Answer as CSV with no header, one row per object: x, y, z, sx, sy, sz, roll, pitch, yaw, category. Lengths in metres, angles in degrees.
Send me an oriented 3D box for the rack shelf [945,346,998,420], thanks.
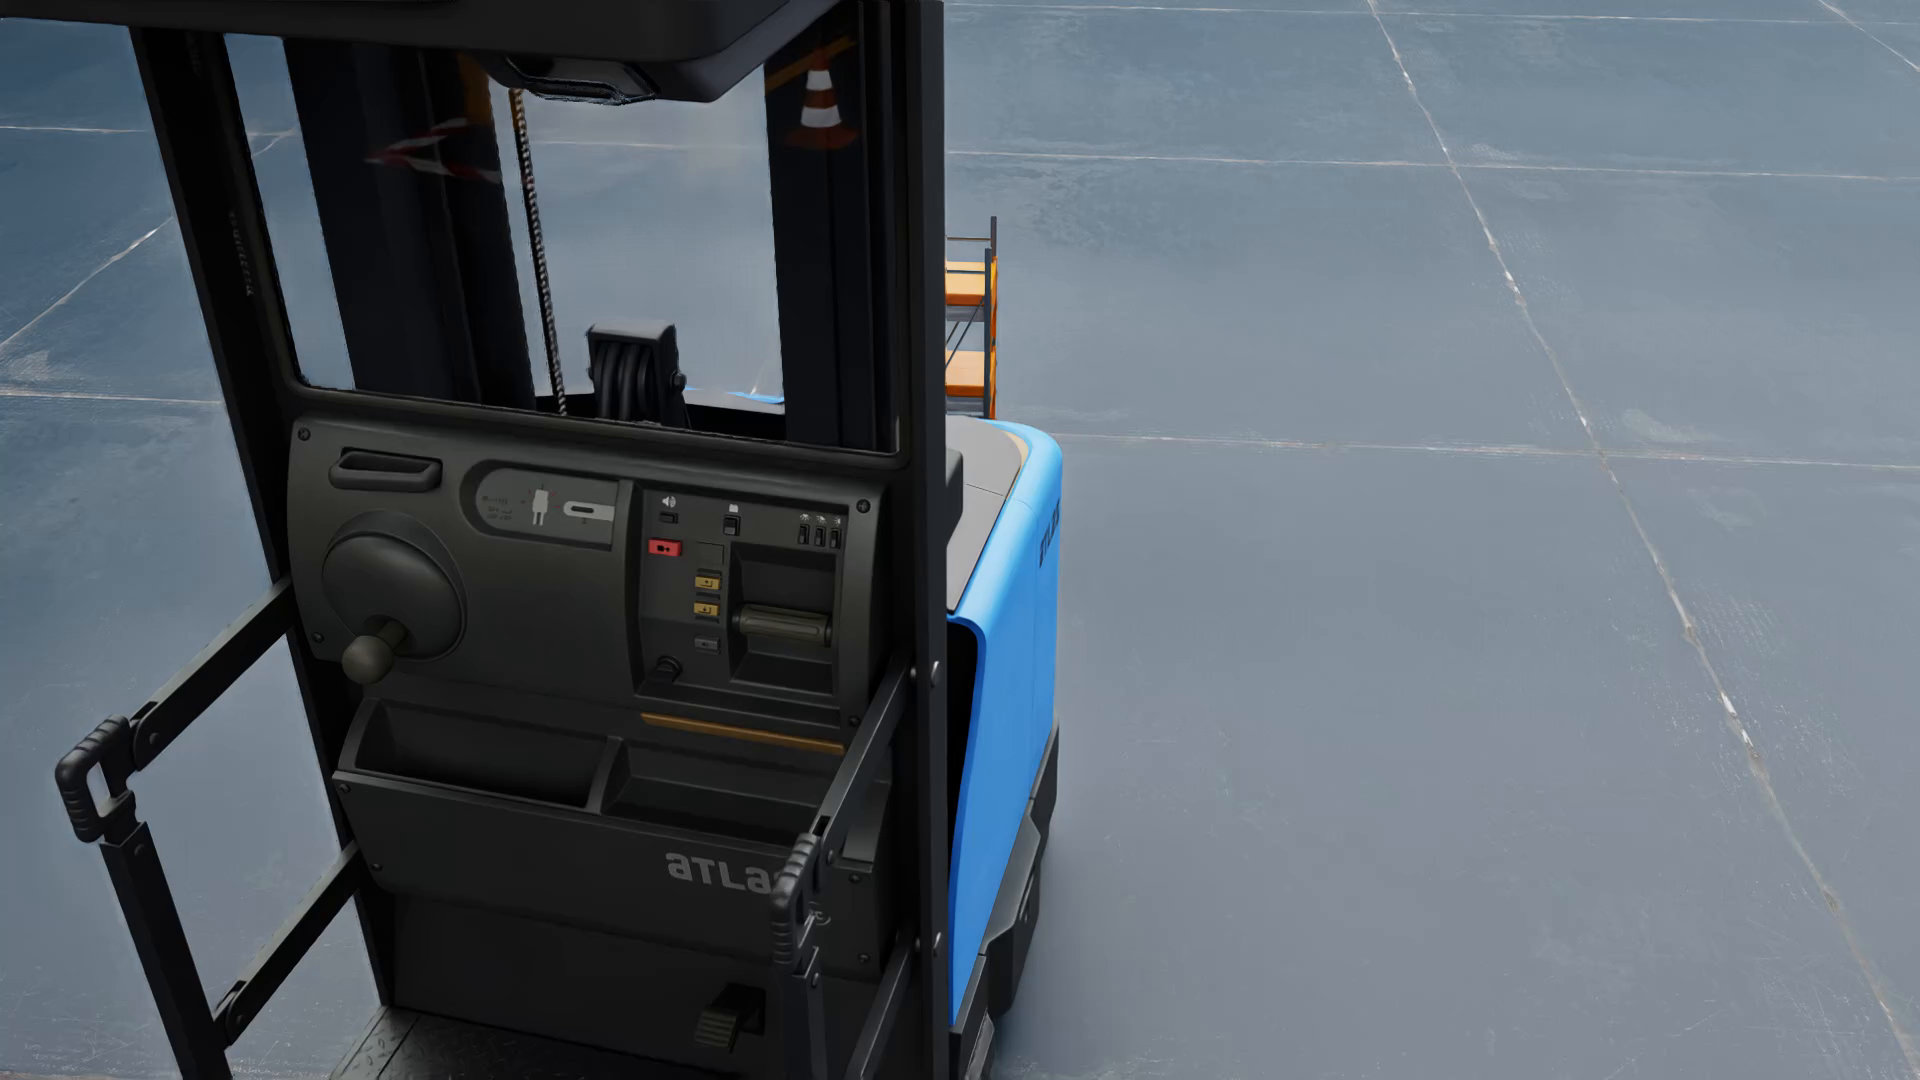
-0.004,-0.410,4.935,0.215,0.259,0.240,2,32,4,rack shelf

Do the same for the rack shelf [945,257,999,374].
-0.004,-0.652,4.786,0.215,0.259,0.240,2,32,4,rack shelf

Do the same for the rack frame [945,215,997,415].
0.006,-0.483,5.033,0.200,1.050,0.008,2,32,4,rack frame

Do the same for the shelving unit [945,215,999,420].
-0.004,-0.419,4.929,0.215,1.050,0.252,2,32,4,shelving unit

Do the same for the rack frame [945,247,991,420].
-0.014,-0.355,4.826,0.200,1.050,0.008,2,32,4,rack frame

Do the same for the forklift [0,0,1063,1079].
-0.619,0.107,2.283,1.130,2.935,3.031,7,32,12,forklift
